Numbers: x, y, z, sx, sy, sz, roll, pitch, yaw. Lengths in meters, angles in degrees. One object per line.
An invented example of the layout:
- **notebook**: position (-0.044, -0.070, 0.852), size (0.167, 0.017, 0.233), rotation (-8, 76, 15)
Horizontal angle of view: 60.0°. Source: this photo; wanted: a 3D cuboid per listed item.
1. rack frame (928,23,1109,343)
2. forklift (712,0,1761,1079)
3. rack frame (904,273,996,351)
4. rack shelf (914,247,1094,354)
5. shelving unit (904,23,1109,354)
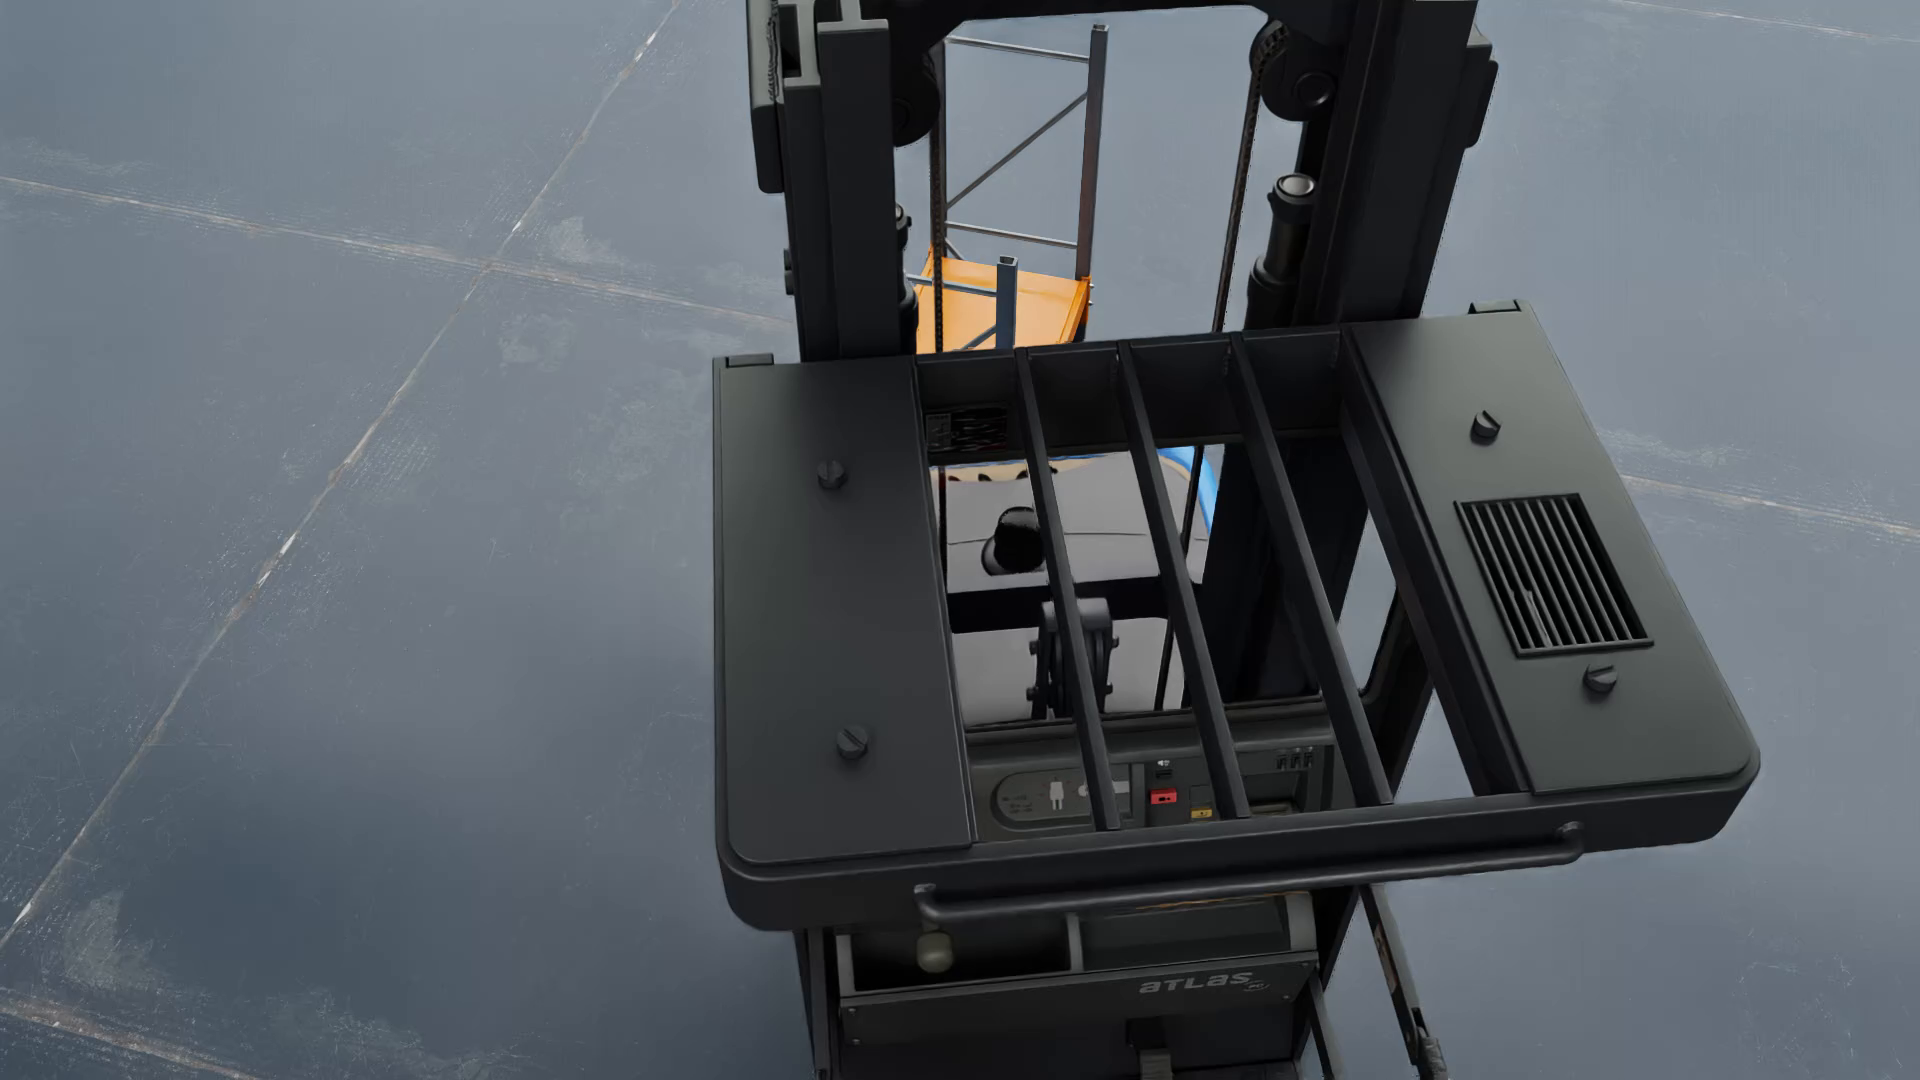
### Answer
- **rack frame**: position (0.156, -0.926, 5.067), size (0.500, 1.500, 0.032), rotation (12, 50, 10)
- **forklift**: position (0.252, 0.629, 2.740), size (1.130, 2.935, 3.031), rotation (-5, 49, -4)
- **rack frame**: position (-0.113, -0.191, 4.418), size (0.475, 1.308, 0.013), rotation (12, 50, 10)
- **rack shelf**: position (0.022, -0.439, 4.877), size (0.538, 0.185, 1.000), rotation (12, 50, 10)
- **shelving unit**: position (0.020, -0.551, 4.736), size (0.587, 1.500, 1.083), rotation (12, 50, 10)
